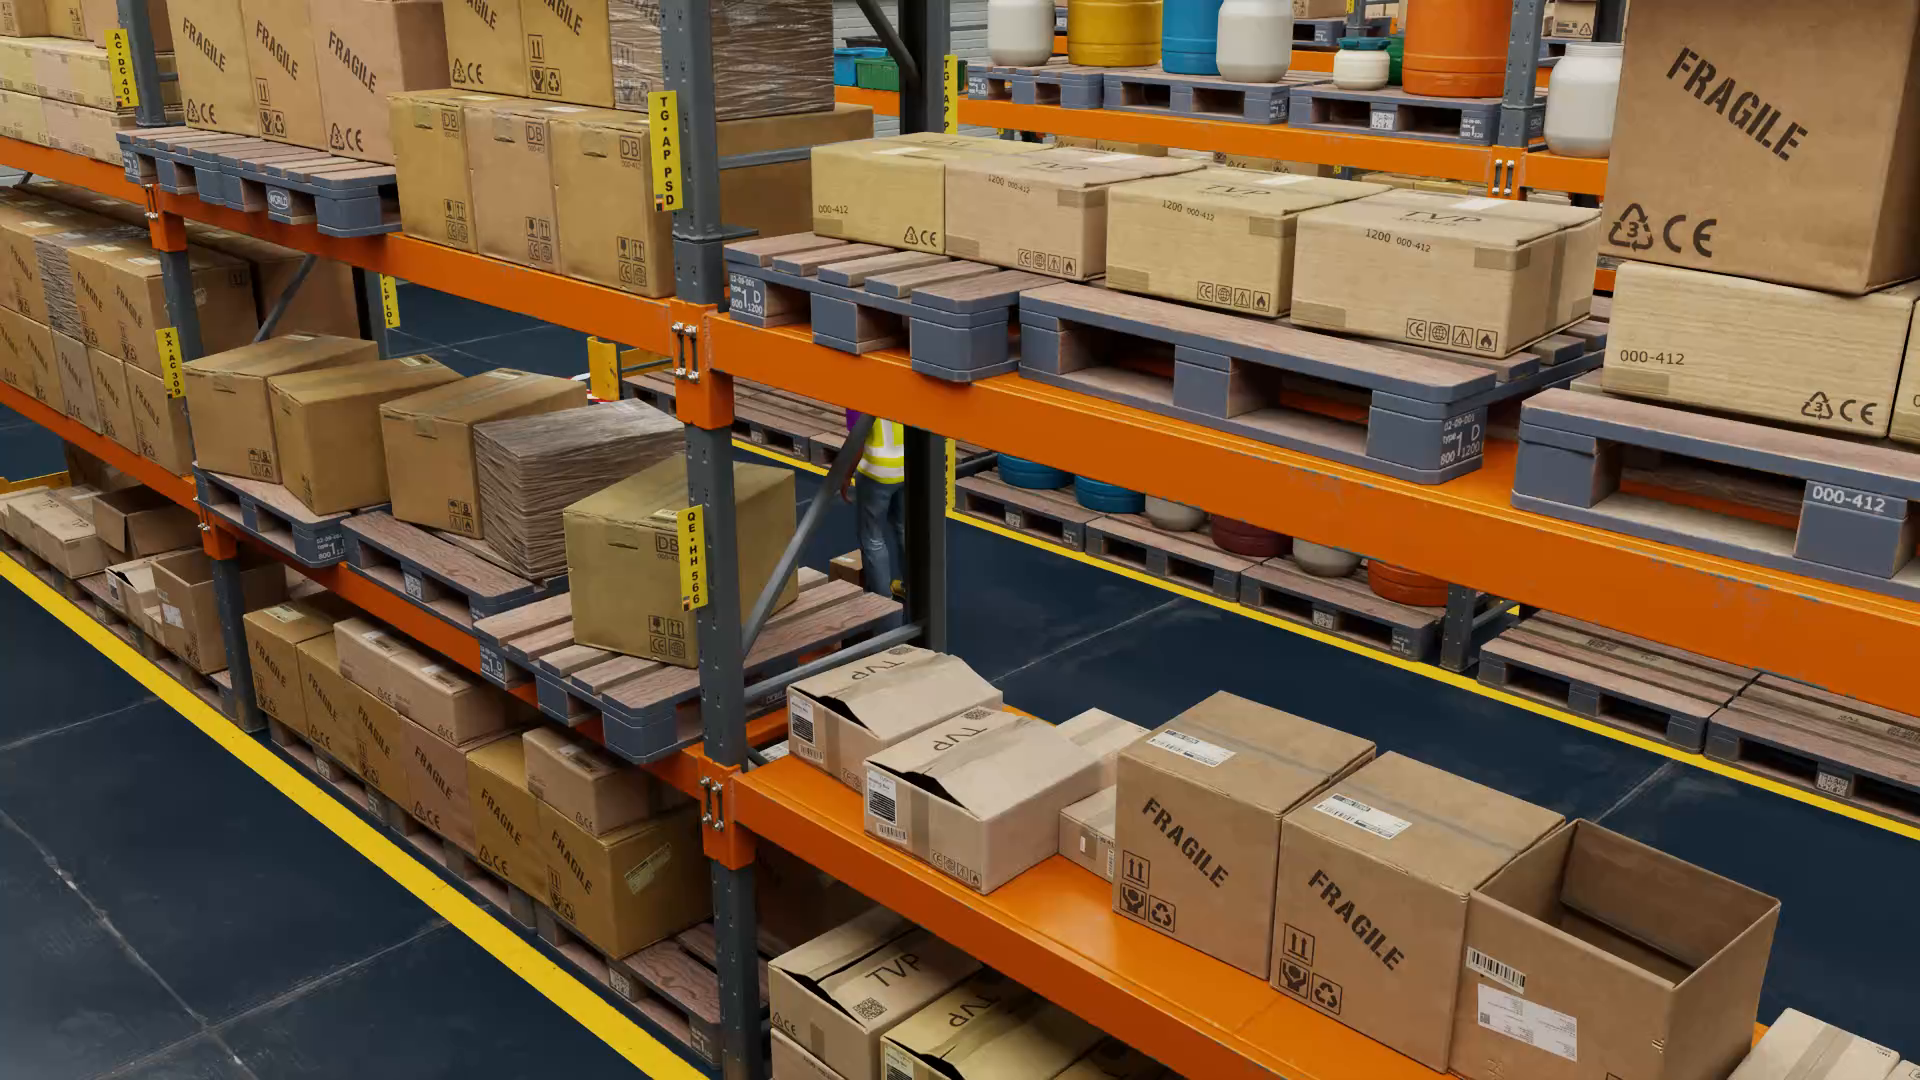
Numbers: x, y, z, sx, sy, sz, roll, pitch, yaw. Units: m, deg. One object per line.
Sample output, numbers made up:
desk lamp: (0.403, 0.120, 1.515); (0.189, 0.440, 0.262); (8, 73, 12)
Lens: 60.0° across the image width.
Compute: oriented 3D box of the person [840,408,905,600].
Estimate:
person: (-0.439, -0.421, 9.681); (0.456, 1.761, 0.627); (19, 28, 41)
